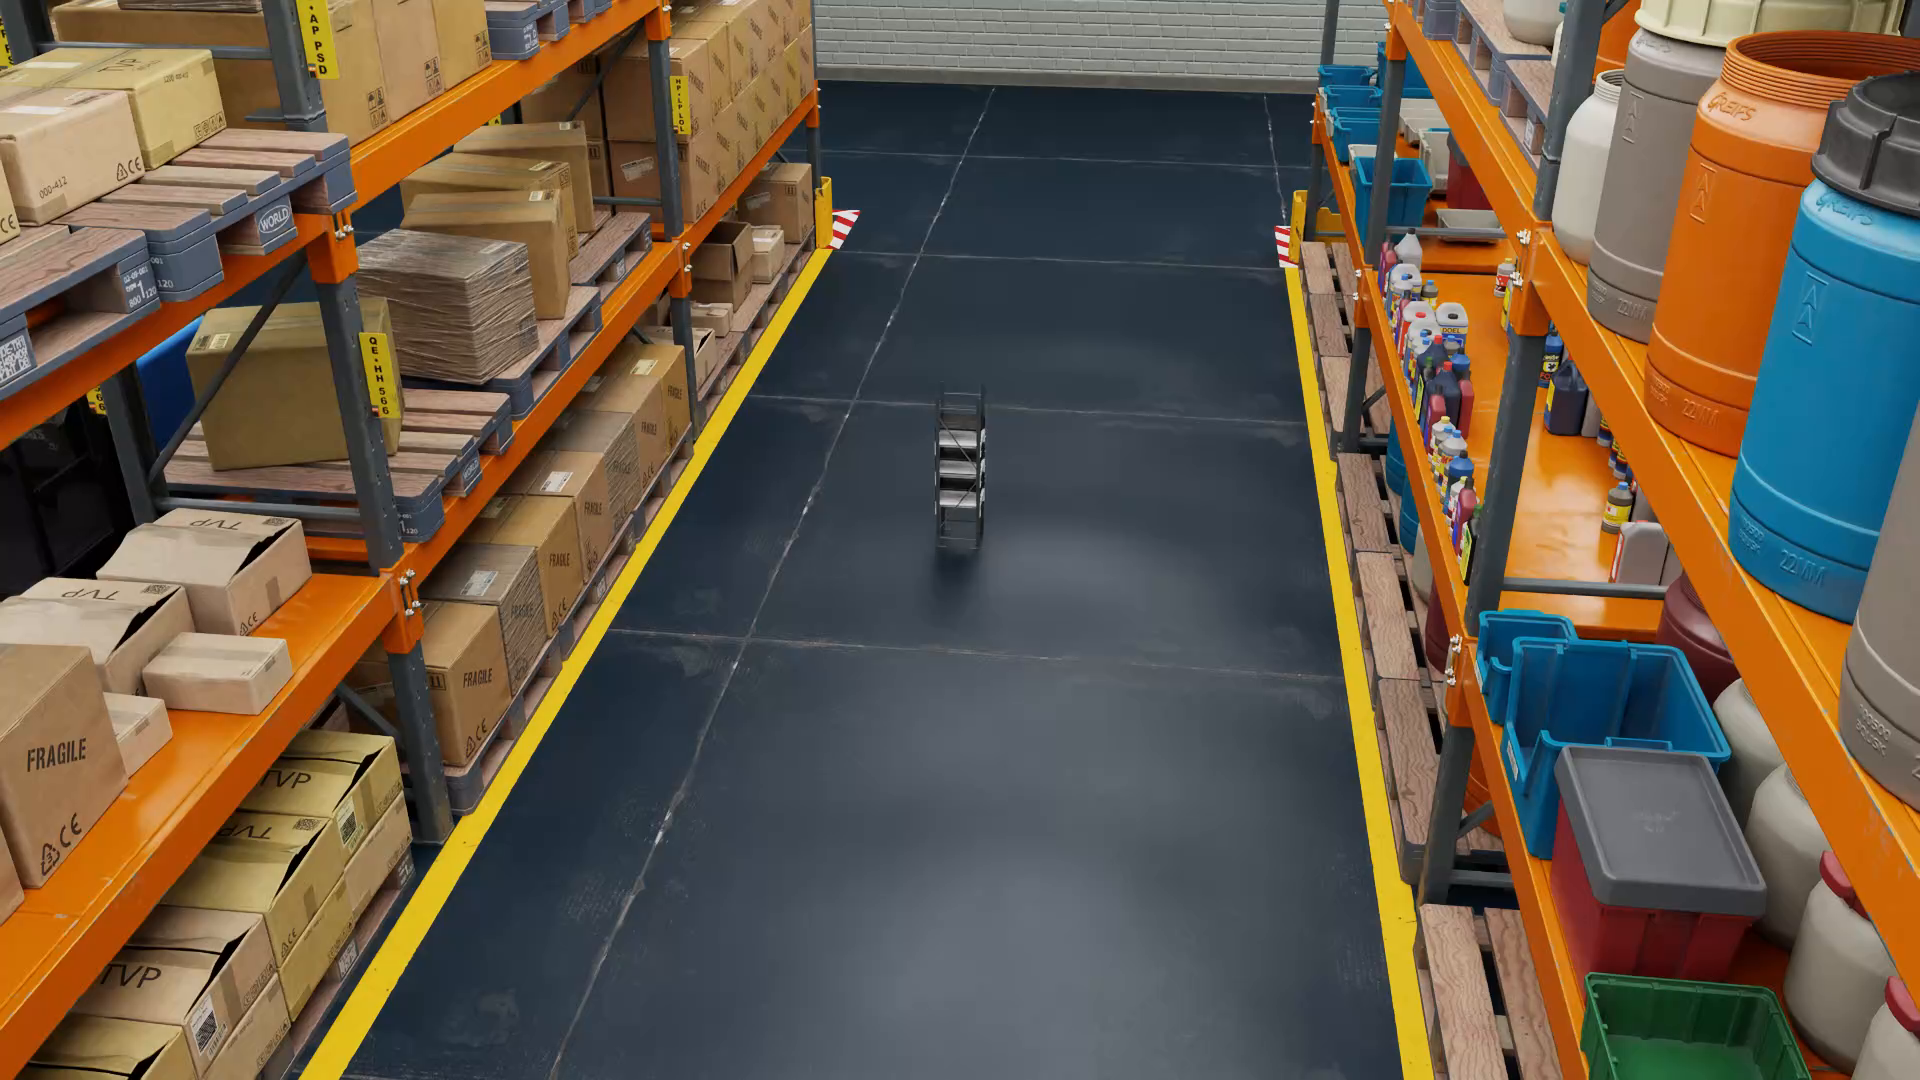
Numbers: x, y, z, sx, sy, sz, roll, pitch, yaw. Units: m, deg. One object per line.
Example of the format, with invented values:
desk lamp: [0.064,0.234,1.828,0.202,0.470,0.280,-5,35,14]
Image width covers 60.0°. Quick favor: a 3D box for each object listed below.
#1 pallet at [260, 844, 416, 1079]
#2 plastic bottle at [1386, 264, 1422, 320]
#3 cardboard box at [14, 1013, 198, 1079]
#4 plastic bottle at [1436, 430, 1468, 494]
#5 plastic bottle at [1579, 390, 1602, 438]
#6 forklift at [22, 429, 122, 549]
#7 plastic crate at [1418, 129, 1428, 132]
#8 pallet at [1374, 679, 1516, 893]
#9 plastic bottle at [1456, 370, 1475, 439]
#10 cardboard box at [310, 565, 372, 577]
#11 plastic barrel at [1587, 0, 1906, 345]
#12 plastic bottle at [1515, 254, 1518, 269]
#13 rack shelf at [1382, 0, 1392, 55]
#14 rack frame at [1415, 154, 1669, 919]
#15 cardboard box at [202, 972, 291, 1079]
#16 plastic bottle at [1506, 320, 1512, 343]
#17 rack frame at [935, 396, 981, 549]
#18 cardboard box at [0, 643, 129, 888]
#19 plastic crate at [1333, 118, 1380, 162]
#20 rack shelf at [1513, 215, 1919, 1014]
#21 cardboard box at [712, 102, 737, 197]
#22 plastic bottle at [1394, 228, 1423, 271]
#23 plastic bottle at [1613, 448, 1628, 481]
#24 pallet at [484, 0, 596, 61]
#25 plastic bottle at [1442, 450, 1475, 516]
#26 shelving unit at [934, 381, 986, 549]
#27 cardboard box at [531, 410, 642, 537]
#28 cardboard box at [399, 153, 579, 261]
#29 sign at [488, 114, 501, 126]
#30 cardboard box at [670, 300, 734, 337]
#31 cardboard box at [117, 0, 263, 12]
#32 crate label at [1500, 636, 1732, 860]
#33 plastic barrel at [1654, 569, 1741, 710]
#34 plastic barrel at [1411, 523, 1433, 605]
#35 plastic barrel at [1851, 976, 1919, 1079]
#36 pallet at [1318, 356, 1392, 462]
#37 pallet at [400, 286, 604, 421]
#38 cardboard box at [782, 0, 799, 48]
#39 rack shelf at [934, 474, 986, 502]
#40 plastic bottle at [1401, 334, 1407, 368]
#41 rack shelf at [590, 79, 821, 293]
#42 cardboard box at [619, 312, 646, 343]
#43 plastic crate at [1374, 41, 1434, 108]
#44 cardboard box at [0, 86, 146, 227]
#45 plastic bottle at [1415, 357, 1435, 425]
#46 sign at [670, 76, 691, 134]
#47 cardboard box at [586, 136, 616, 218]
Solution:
pallet: [-2.769,1.505,6.233,1.003,0.211,1.213,3,28,6]
plastic bottle: [2.297,-1.278,8.591,0.152,0.276,0.135,3,28,6]
cardboard box: [-2.634,1.650,4.889,0.500,0.311,0.500,4,29,8]
plastic bottle: [2.021,-0.322,6.820,0.097,0.271,0.097,0,28,0]
plastic bottle: [2.830,-0.601,7.334,0.152,0.276,0.135,3,28,6]
forklift: [-6.084,-0.756,7.562,3.258,2.935,4.269,4,29,7]
plastic crate: [3.269,-2.691,11.297,0.298,0.136,0.250,3,28,6]
pallet: [2.342,1.036,7.104,1.003,0.211,1.213,3,28,6]
plastic bottle: [2.218,-0.598,7.321,0.061,0.283,0.133,3,28,6]
cardboard box: [-2.745,-0.012,7.490,0.500,0.250,0.500,4,29,8]
plastic barrel: [1.970,-0.985,4.225,0.600,0.901,0.600,0,28,0]
plastic bottle: [3.049,-1.442,8.895,0.152,0.276,0.135,3,28,6]
rack shelf: [3.022,-3.646,10.451,1.077,0.370,4.000,3,28,6]
rack frame: [2.287,0.182,5.749,1.000,3.000,0.127,3,28,6]
cardboard box: [-2.576,1.659,5.464,0.500,0.250,0.500,4,29,7]
plastic bottle: [2.823,-1.149,8.272,0.144,0.351,0.185,3,28,6]
rack frame: [-0.011,-0.352,8.955,0.240,0.900,0.006,3,28,6]
cardboard box: [-2.818,0.639,4.796,0.500,0.500,0.500,2,28,3]
plastic crate: [2.712,-2.678,11.172,0.416,0.233,0.300,3,28,6]
rack shelf: [2.041,0.120,3.461,1.077,0.370,4.000,3,28,6]
cardboard box: [-1.747,-2.500,10.622,0.500,0.500,0.500,4,29,7]
plastic bottle: [2.407,-1.513,8.948,0.144,0.351,0.185,3,28,6]
plastic bottle: [2.803,-0.388,6.944,0.097,0.271,0.097,0,28,0]
pallet: [-2.413,-2.437,7.646,1.213,0.211,1.003,3,28,6]
plastic bottle: [1.997,-0.230,6.650,0.097,0.271,0.097,0,28,0]
shelving unit: [0.001,-0.400,9.044,0.258,0.900,0.210,3,28,6]
cardboard box: [-2.046,-0.367,8.939,0.500,0.500,0.500,4,29,7]
cardboard box: [-2.440,-1.682,8.661,0.700,0.500,0.500,8,29,14]
sign: [-2.678,-2.399,9.629,0.100,0.325,0.005,3,28,6]
cardboard box: [-1.777,-1.530,11.450,0.380,0.166,0.250,3,28,6]
cardboard box: [-2.569,-2.117,5.695,0.500,0.500,0.500,3,28,6]
crate label: [1.896,0.618,4.902,0.502,0.435,0.616,3,28,6]
plastic barrel: [2.530,0.358,5.279,0.600,0.536,0.708,3,28,6]
plastic barrel: [2.448,0.059,8.159,0.421,0.512,0.421,0,28,0]
plastic barrel: [2.221,1.222,3.676,0.433,0.535,0.433,0,28,0]
pallet: [2.828,-0.822,10.552,1.003,0.211,1.213,3,28,6]
pallet: [-2.395,-0.939,8.032,1.003,0.211,1.213,3,28,6]
cardboard box: [-1.492,-3.894,12.156,0.500,0.500,0.500,4,29,8]
rack shelf: [0.001,-0.291,9.102,0.258,0.077,0.200,3,28,6]
plastic bottle: [2.187,-0.929,8.021,0.097,0.201,0.097,0,28,0]
rack shelf: [-1.894,-2.615,11.700,1.077,0.370,4.000,3,28,6]
cardboard box: [-2.351,-1.368,10.799,0.500,0.500,0.500,3,28,6]
plastic crate: [3.411,-3.457,12.404,0.616,0.435,0.499,3,28,6]
cardboard box: [-2.675,-1.082,4.649,0.500,0.250,0.500,4,29,8]
plastic bottle: [2.092,-0.670,7.453,0.061,0.283,0.133,3,28,6]
sign: [-1.588,-2.470,9.451,0.100,0.325,0.005,3,28,6]
cardboard box: [-2.332,-2.285,10.223,0.500,0.500,0.500,4,29,7]
